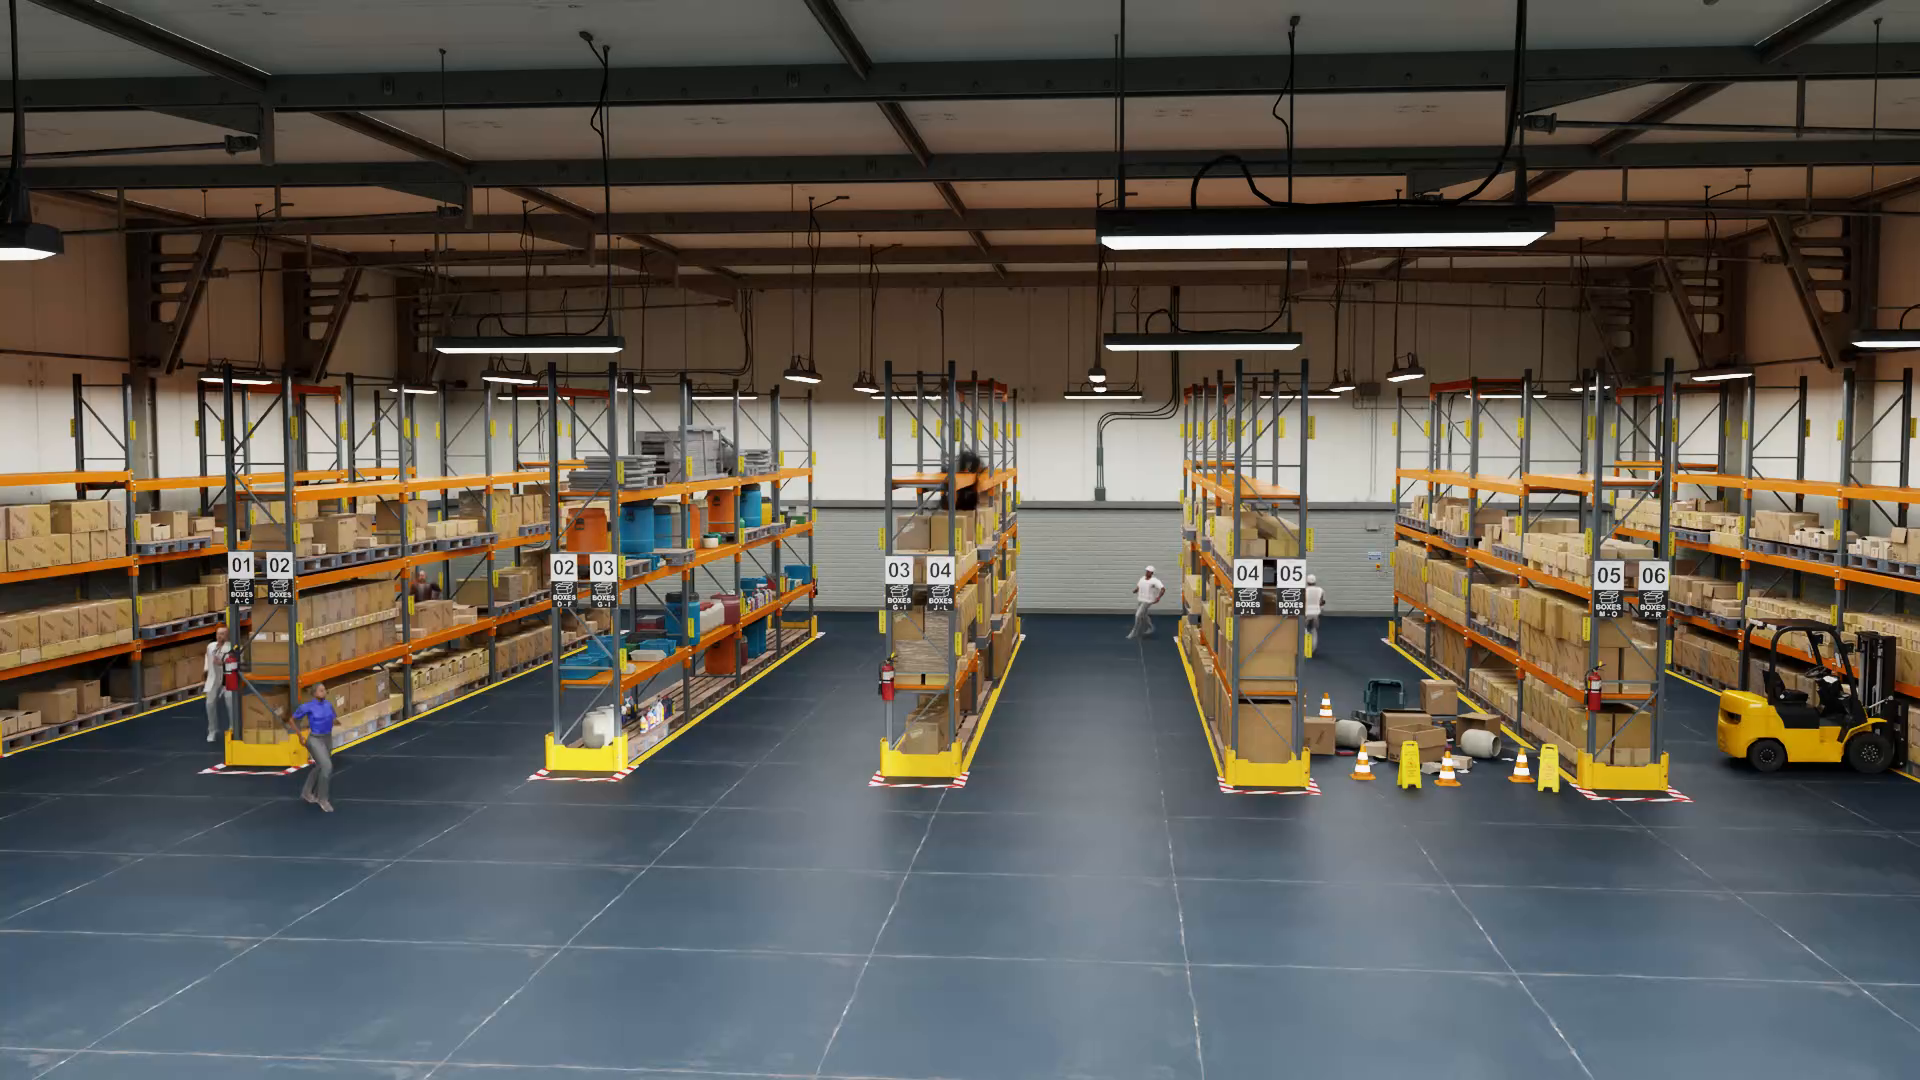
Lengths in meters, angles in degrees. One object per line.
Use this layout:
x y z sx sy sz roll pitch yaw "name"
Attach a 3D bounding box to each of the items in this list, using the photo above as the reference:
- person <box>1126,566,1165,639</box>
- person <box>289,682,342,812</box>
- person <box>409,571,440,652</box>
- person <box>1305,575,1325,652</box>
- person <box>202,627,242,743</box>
4.421 1.492 40.010 0.902 1.741 0.753 -2 4 -28 "person"
-8.468 2.736 21.990 0.738 1.719 0.543 1 4 20 "person"
-12.261 1.609 38.010 0.654 1.824 0.952 0 4 0 "person"
7.896 1.651 37.609 0.708 1.738 0.596 0 4 -5 "person"
-11.995 2.335 27.051 0.672 1.847 0.858 0 4 -5 "person"
